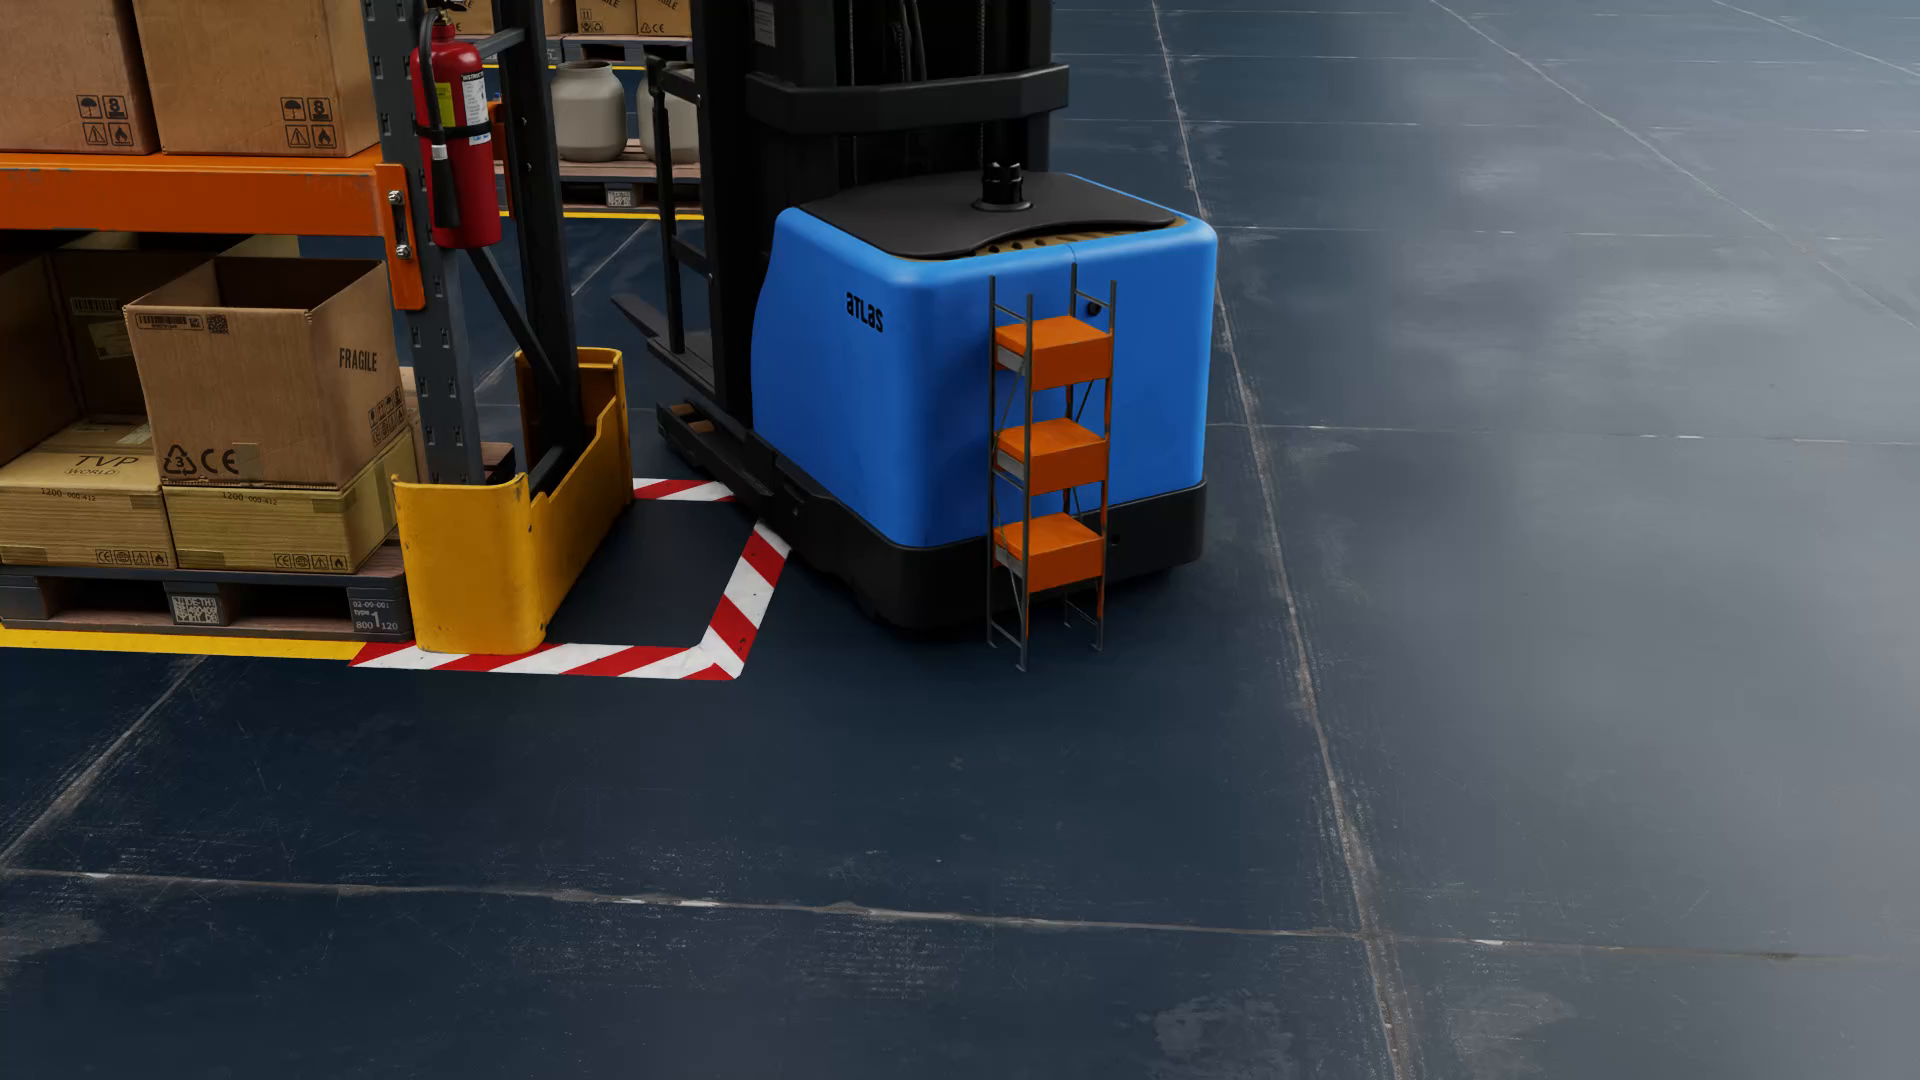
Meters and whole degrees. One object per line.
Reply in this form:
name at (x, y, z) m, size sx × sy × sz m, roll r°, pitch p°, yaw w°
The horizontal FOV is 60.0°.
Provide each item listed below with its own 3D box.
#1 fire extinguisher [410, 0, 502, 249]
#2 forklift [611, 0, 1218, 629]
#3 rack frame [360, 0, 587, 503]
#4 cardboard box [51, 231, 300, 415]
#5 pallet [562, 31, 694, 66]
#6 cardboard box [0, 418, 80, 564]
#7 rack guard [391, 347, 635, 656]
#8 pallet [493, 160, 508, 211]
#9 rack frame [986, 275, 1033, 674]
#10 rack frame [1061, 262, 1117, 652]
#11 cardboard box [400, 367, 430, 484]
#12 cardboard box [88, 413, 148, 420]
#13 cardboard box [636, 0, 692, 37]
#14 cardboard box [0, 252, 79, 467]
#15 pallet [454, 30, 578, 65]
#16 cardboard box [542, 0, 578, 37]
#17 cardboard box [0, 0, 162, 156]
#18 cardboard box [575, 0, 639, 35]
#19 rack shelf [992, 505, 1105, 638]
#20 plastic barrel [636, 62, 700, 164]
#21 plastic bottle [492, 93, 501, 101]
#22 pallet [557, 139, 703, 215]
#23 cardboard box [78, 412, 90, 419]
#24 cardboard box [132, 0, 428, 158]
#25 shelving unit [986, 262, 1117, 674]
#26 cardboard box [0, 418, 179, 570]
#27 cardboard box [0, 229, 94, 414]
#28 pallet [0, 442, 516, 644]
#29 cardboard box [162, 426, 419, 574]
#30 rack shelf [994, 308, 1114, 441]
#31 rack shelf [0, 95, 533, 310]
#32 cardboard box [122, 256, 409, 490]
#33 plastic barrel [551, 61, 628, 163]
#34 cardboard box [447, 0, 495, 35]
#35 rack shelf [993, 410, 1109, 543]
fire extinguisher at (-1.242, -1.061, 4.059) m, size 0.183 × 0.674 × 0.296 m, roll 2°, pitch 25°, yaw 4°
forklift at (-0.426, -1.665, 5.362) m, size 1.130 × 2.935 × 3.031 m, roll -13°, pitch 28°, yaw -26°
rack frame at (-1.324, -1.293, 4.472) m, size 0.127 × 3.000 × 1.000 m, roll 2°, pitch 25°, yaw 4°
cardboard box at (-2.341, -0.701, 5.074) m, size 0.500 × 0.500 × 0.500 m, roll 2°, pitch 25°, yaw 4°
pallet at (-2.659, -4.238, 14.208) m, size 1.213 × 0.211 × 1.003 m, roll 2°, pitch 25°, yaw 4°
cardboard box at (-2.880, -0.155, 4.786) m, size 0.500 × 0.250 × 0.500 m, roll 2°, pitch 25°, yaw 4°
rack guard at (-1.300, -0.157, 4.993) m, size 0.348 × 0.500 × 1.175 m, roll 2°, pitch 25°, yaw 4°
pallet at (-3.044, -2.142, 9.652) m, size 1.213 × 0.211 × 1.003 m, roll 2°, pitch 25°, yaw 4°
rack frame at (0.126, -0.155, 4.331) m, size 0.008 × 1.050 × 0.200 m, roll -13°, pitch 28°, yaw -26°
rack frame at (0.339, -0.205, 4.439) m, size 0.008 × 1.050 × 0.200 m, roll -13°, pitch 28°, yaw -26°
cardboard box at (-1.842, -0.345, 5.198) m, size 0.500 × 0.250 × 0.500 m, roll 2°, pitch 25°, yaw 4°
cardboard box at (-2.341, -0.359, 5.229) m, size 0.500 × 0.250 × 0.500 m, roll 2°, pitch 25°, yaw 4°
cardboard box at (-2.405, -4.537, 14.009) m, size 0.500 × 0.500 × 0.500 m, roll 4°, pitch 25°, yaw 9°
cardboard box at (-2.880, -0.494, 4.626) m, size 0.500 × 0.500 × 0.500 m, roll 2°, pitch 25°, yaw 4°
pallet at (-3.878, -4.276, 14.291) m, size 1.213 × 0.211 × 1.003 m, roll 2°, pitch 25°, yaw 4°
cardboard box at (-3.583, -4.560, 14.060) m, size 0.500 × 0.500 × 0.500 m, roll 10°, pitch 27°, yaw 21°
cardboard box at (-2.313, -1.374, 4.527) m, size 0.500 × 0.500 × 0.700 m, roll 2°, pitch 25°, yaw 5°
cardboard box at (-2.958, -4.573, 14.088) m, size 0.500 × 0.500 × 0.500 m, roll 0°, pitch 25°, yaw -1°
rack shelf at (0.232, 0.082, 4.505) m, size 0.240 × 0.259 × 0.215 m, roll -13°, pitch 28°, yaw -26°
plastic barrel at (-1.604, -2.407, 9.367) m, size 0.421 × 0.512 × 0.421 m, roll 0°, pitch 25°, yaw 0°
plastic bottle at (-2.725, -2.506, 9.845) m, size 0.097 × 0.271 × 0.097 m, roll 0°, pitch 25°, yaw 0°
pallet at (-1.830, -2.102, 9.565) m, size 1.213 × 0.211 × 1.003 m, roll 2°, pitch 25°, yaw 4°
cardboard box at (-2.839, -0.375, 5.264) m, size 0.500 × 0.250 × 0.500 m, roll 2°, pitch 25°, yaw 4°
cardboard box at (-1.789, -1.359, 4.495) m, size 0.500 × 0.500 × 0.700 m, roll 2°, pitch 25°, yaw 4°
shelving unit at (0.232, -0.180, 4.385) m, size 0.252 × 1.050 × 0.215 m, roll -13°, pitch 28°, yaw -26°
cardboard box at (-2.381, -0.140, 4.752) m, size 0.500 × 0.250 × 0.500 m, roll 2°, pitch 25°, yaw 4°
cardboard box at (-2.840, -0.711, 5.097) m, size 0.500 × 0.500 × 0.500 m, roll 2°, pitch 25°, yaw 4°
pallet at (-2.090, -0.033, 5.070) m, size 1.213 × 0.211 × 1.003 m, roll 2°, pitch 25°, yaw 4°
cardboard box at (-1.882, -0.129, 4.728) m, size 0.500 × 0.250 × 0.500 m, roll 2°, pitch 25°, yaw 4°
rack shelf at (0.232, -0.428, 4.271) m, size 0.240 × 0.259 × 0.215 m, roll -13°, pitch 28°, yaw -26°
rack shelf at (-3.319, -1.030, 4.761) m, size 4.000 × 0.370 × 1.077 m, roll 2°, pitch 25°, yaw 4°
cardboard box at (-1.882, -0.469, 4.570) m, size 0.500 × 0.500 × 0.500 m, roll 2°, pitch 25°, yaw 4°
plastic barrel at (-2.103, -2.423, 9.402) m, size 0.421 × 0.512 × 0.421 m, roll 0°, pitch 25°, yaw 0°
cardboard box at (-4.155, -4.576, 14.093) m, size 0.500 × 0.500 × 0.500 m, roll 1°, pitch 25°, yaw 2°
rack shelf at (0.232, -0.170, 4.389) m, size 0.240 × 0.259 × 0.215 m, roll -13°, pitch 28°, yaw -26°
